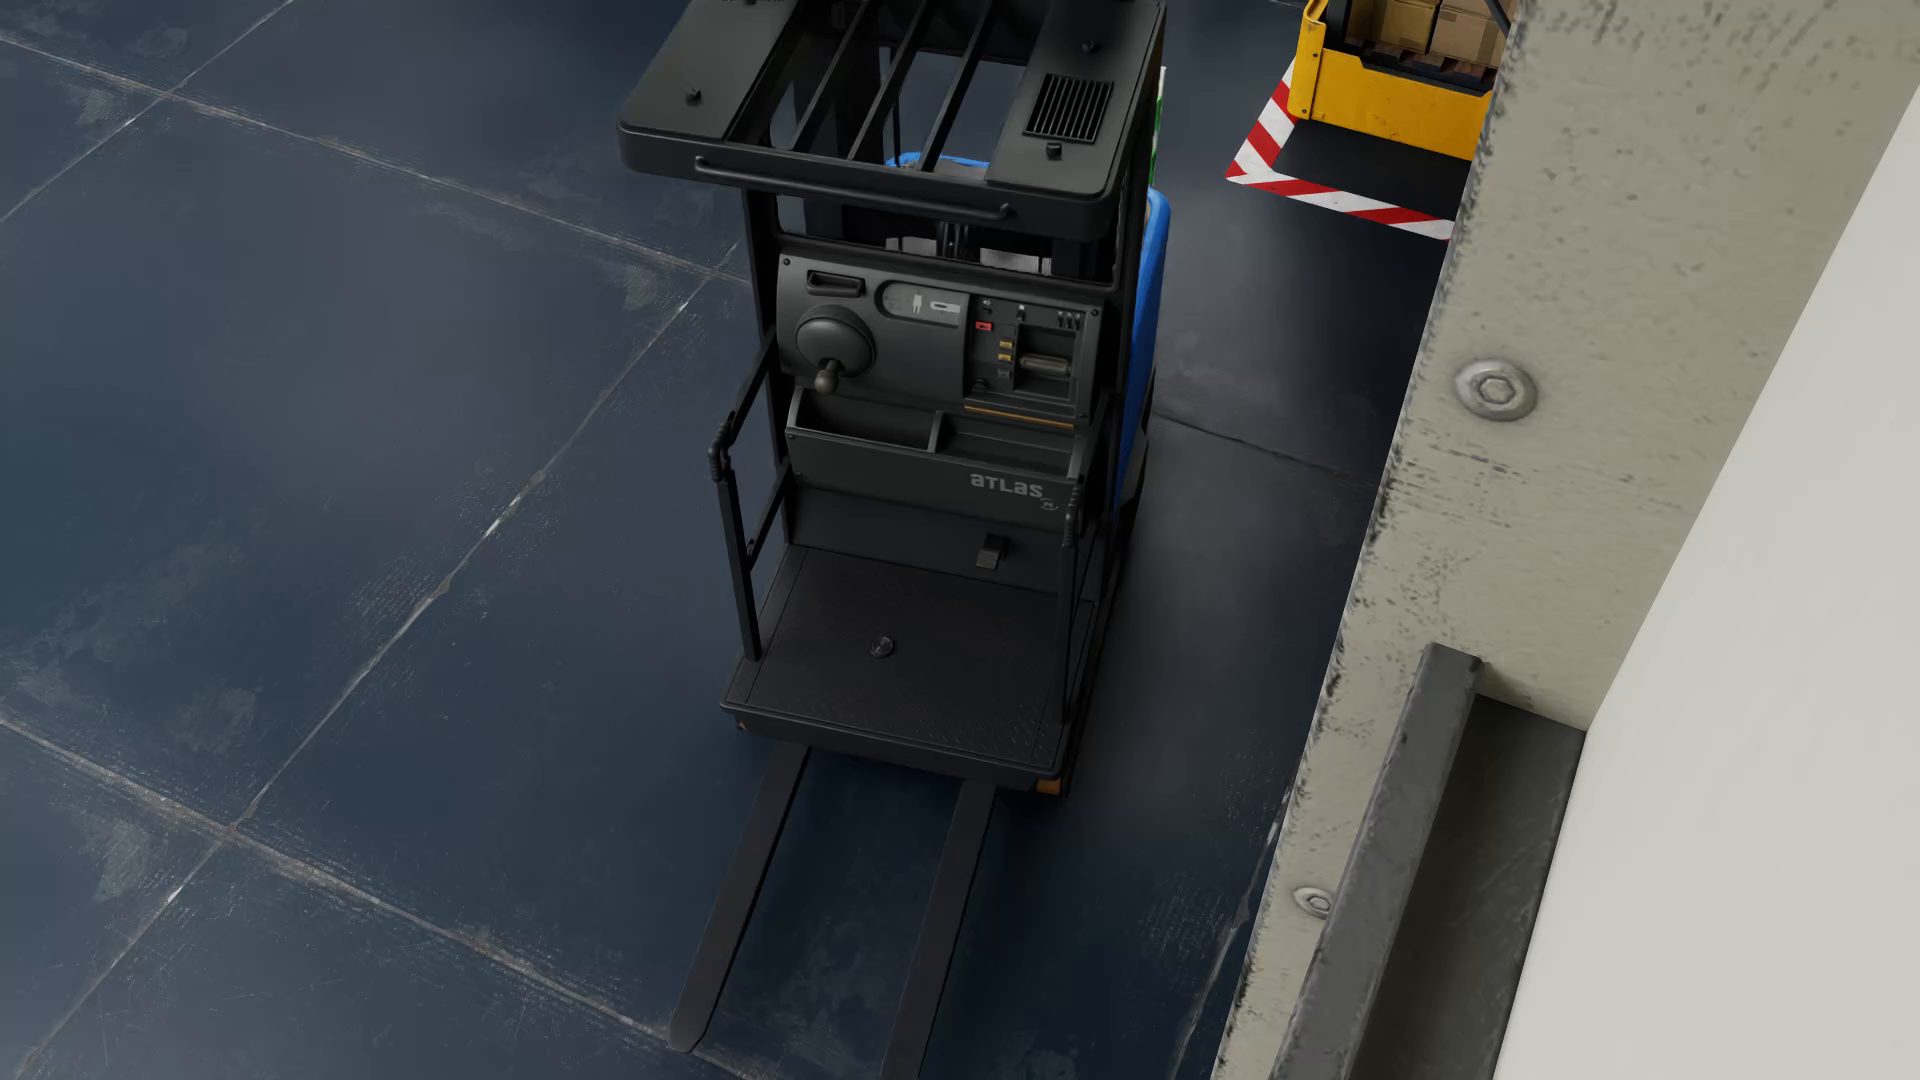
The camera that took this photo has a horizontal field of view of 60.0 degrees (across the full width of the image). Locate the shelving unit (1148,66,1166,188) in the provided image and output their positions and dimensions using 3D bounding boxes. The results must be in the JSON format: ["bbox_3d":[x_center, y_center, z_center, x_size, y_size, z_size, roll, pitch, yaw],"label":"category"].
[{"bbox_3d":[0.491,-1.199,6.311,0.258,1.200,0.503,29,56,23],"label":"shelving unit"}]

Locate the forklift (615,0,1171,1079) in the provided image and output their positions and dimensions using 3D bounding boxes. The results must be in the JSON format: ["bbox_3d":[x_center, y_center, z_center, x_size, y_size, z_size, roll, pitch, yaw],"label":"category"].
[{"bbox_3d":[-0.115,-0.458,4.545,1.130,2.935,3.031,11,50,9],"label":"forklift"}]

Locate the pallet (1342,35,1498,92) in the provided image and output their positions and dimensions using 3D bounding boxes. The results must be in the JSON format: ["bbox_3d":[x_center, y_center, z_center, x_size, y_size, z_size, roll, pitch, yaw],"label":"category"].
[{"bbox_3d":[2.412,-2.551,8.111,1.003,0.211,1.213,20,52,16],"label":"pallet"}]

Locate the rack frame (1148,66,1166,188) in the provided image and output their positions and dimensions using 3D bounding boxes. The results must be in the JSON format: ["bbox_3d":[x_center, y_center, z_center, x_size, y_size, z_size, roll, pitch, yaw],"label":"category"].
[{"bbox_3d":[0.636,-1.348,6.439,0.240,1.200,0.015,29,56,23],"label":"rack frame"}]

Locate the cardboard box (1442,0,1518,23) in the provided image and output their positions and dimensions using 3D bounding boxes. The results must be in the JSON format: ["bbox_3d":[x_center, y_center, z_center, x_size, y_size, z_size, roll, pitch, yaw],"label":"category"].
[{"bbox_3d":[2.512,-2.577,7.504,0.500,0.250,0.500,21,53,17],"label":"cardboard box"}]

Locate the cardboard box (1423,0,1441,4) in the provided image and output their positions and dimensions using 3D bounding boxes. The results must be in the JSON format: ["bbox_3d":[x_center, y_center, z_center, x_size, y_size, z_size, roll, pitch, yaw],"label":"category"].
[{"bbox_3d":[2.049,-2.758,7.658,0.500,0.250,0.500,19,52,16],"label":"cardboard box"}]

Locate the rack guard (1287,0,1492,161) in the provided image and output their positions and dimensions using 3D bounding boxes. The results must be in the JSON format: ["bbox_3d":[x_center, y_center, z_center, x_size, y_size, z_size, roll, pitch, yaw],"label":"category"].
[{"bbox_3d":[2.113,-2.087,7.527,1.175,0.500,0.348,20,52,16],"label":"rack guard"}]

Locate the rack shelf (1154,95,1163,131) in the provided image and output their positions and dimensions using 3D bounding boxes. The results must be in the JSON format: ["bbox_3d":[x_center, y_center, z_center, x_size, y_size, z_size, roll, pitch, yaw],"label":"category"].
[{"bbox_3d":[0.491,-1.468,5.994,0.258,0.148,0.480,29,56,23],"label":"rack shelf"}]

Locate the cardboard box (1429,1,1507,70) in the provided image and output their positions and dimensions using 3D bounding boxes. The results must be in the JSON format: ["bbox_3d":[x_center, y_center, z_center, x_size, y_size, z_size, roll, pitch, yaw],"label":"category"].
[{"bbox_3d":[2.510,-2.434,7.710,0.500,0.250,0.500,20,52,16],"label":"cardboard box"}]

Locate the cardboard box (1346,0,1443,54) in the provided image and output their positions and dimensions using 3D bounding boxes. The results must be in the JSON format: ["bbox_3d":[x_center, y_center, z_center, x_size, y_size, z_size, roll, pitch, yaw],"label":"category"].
[{"bbox_3d":[2.039,-2.585,7.839,0.500,0.250,0.500,20,53,16],"label":"cardboard box"}]

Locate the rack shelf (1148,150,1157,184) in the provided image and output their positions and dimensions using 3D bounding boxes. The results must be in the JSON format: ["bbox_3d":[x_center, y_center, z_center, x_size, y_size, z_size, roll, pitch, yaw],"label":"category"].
[{"bbox_3d":[0.491,-1.313,6.177,0.258,0.148,0.480,29,56,23],"label":"rack shelf"}]

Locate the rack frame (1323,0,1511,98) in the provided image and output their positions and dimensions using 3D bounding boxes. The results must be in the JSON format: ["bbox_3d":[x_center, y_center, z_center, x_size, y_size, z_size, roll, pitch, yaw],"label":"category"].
[{"bbox_3d":[2.123,-2.914,6.589,1.000,3.000,0.127,20,52,16],"label":"rack frame"}]
